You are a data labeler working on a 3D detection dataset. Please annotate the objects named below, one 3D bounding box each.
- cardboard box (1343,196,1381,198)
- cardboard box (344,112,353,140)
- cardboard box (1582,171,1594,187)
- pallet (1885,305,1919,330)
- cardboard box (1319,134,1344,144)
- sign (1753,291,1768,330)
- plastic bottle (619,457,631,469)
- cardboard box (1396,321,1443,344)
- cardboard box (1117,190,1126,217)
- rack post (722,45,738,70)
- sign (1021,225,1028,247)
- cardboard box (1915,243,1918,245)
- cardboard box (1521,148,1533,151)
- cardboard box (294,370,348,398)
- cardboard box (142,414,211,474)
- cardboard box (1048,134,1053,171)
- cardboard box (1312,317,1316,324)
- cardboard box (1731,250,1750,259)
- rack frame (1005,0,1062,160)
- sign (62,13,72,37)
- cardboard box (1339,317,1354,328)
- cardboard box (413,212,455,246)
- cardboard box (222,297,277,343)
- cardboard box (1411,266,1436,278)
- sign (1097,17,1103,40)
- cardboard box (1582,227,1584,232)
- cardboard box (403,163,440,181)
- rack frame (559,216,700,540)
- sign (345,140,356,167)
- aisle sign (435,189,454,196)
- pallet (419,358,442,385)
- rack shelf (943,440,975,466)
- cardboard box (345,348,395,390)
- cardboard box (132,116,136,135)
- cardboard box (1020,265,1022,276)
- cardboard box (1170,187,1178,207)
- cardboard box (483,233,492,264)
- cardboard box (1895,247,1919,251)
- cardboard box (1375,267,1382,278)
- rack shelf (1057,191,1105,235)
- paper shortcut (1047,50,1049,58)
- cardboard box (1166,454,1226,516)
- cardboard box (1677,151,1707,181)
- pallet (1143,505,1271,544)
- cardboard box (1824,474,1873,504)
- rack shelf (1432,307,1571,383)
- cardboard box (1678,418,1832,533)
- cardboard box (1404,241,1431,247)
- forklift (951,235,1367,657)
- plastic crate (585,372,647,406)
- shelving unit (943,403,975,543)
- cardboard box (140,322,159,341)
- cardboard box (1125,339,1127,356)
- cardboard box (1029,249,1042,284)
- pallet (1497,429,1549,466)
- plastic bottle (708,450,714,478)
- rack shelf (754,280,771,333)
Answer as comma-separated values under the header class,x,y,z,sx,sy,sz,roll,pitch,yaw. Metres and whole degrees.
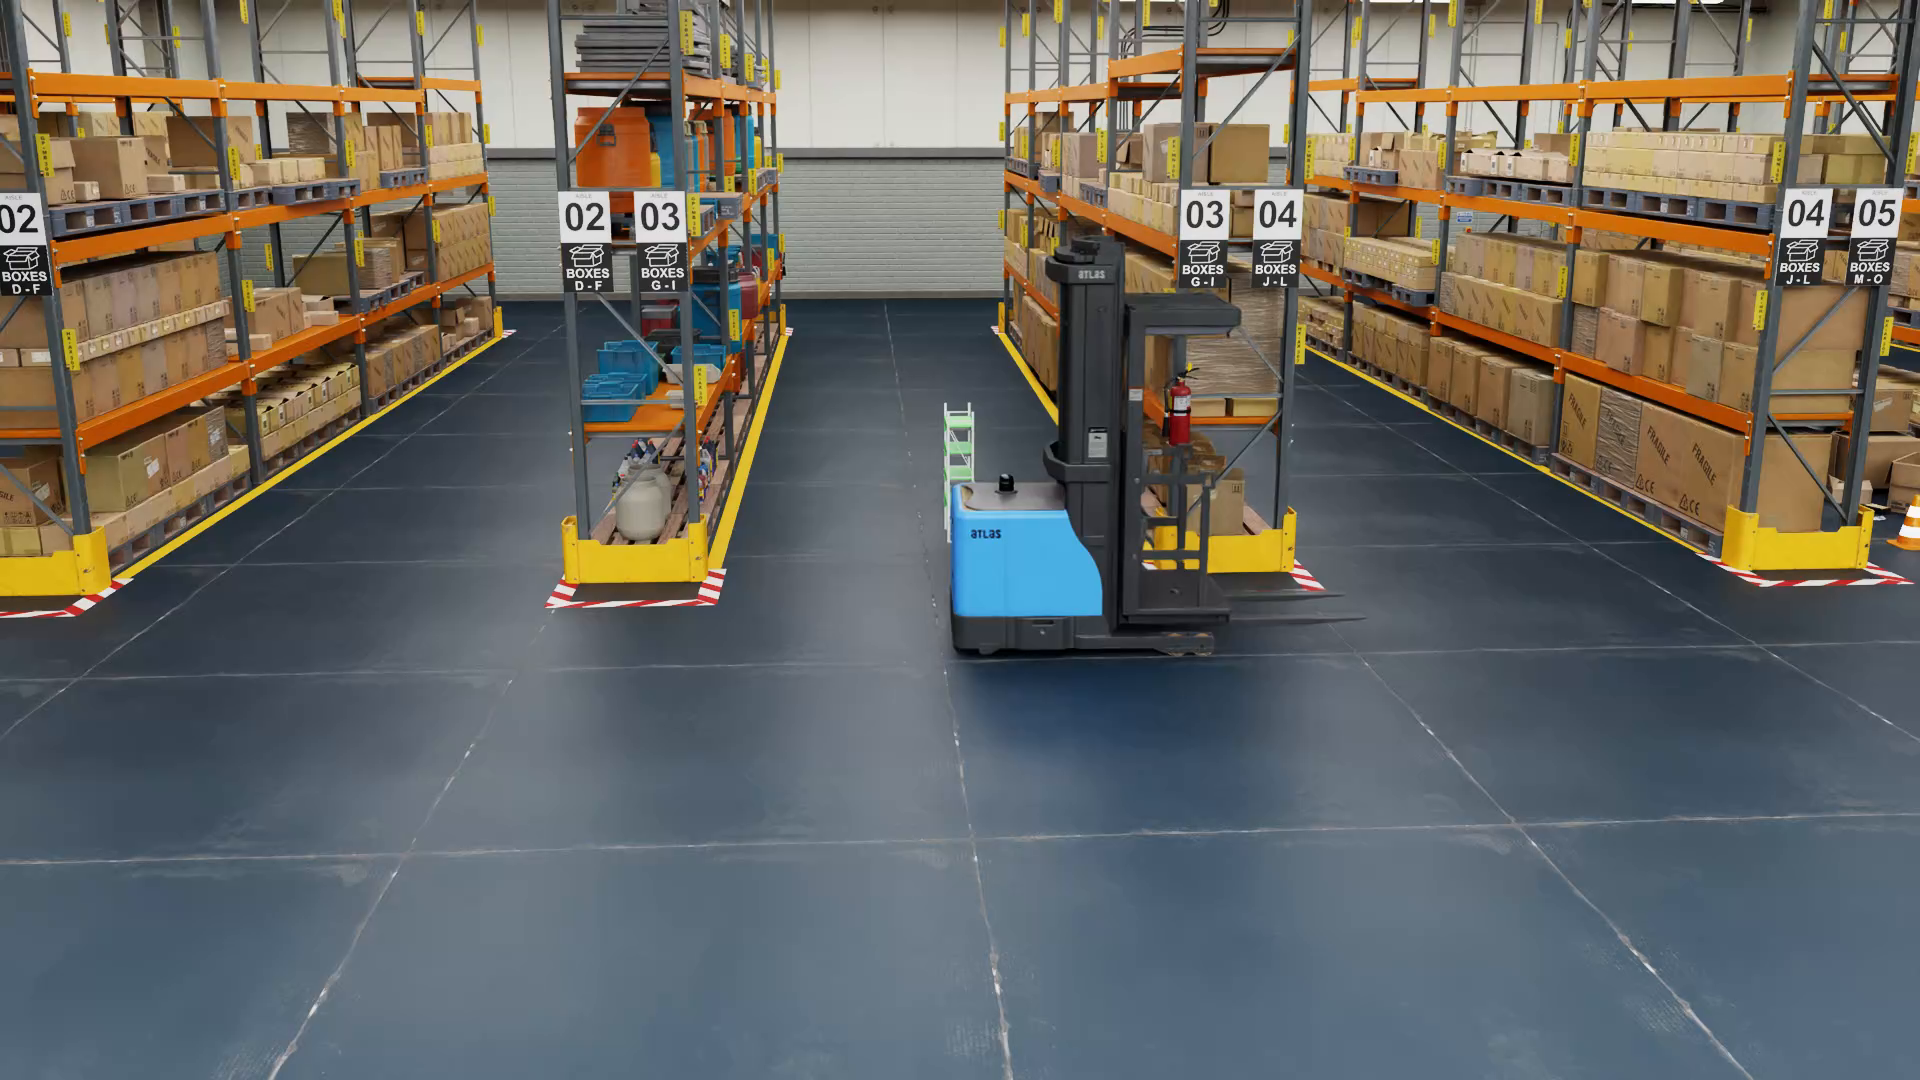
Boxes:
class,x,y,z,sx,sy,sz,roll,pitch,yaw
cardboard box,6.625,-5.408,27.444,0.500,0.500,0.500,-1,14,-5
cardboard box,-8.161,-5.255,21.429,0.500,0.500,0.500,-1,14,-3
cardboard box,6.666,-3.730,17.170,0.380,0.149,0.250,-1,14,-4
pallet,11.833,-2.755,20.323,1.003,0.211,1.213,-1,14,-3
cardboard box,6.053,-6.506,26.993,0.380,0.149,0.250,-1,14,-4
sign,6.688,-1.919,13.890,0.100,0.325,0.005,-1,14,-3
plastic bottle,-3.232,-0.640,16.149,0.144,0.351,0.185,0,14,-1
cardboard box,6.389,-2.886,23.114,0.500,0.250,0.500,-1,14,-3
cardboard box,1.836,-3.325,16.433,0.500,0.250,0.500,-1,14,-4
rack post,-3.251,-6.159,21.278,0.954,0.300,0.937,-1,14,-3
sign,0.977,-4.630,25.330,0.100,0.325,0.005,-1,14,-3
cardboard box,16.055,-4.731,27.321,0.500,0.250,0.500,-1,14,-3
cardboard box,7.099,-4.644,20.396,0.500,0.311,0.500,-1,14,-3
cardboard box,-7.792,-1.922,20.252,0.500,0.311,0.500,-1,14,-4
cardboard box,-7.560,-0.914,15.953,0.500,0.500,0.500,-1,14,-3
cardboard box,1.631,-5.401,23.150,0.797,0.503,0.637,-1,14,-4
cardboard box,6.157,-3.735,28.028,0.380,0.149,0.250,0,14,-1
cardboard box,11.312,-4.248,23.533,0.500,0.500,0.500,-1,14,-3
rack frame,1.283,-8.082,28.601,1.000,3.000,0.127,-1,14,-3
sign,-12.760,-7.360,23.761,0.100,0.325,0.005,-1,14,-3
cardboard box,6.205,-3.428,26.239,0.380,0.149,0.250,0,14,-2
cardboard box,-8.138,-4.812,25.725,0.500,0.500,0.500,-1,14,-5
cardboard box,-7.925,-2.411,18.399,0.500,0.500,0.500,0,14,1
cardboard box,6.250,-3.580,22.208,0.380,0.149,0.250,-1,14,-2
sign,2.071,-7.589,24.652,0.100,0.325,0.005,-1,14,-3
cardboard box,10.958,-5.610,28.826,0.500,0.500,0.500,-1,14,-5
cardboard box,-8.140,-5.534,25.021,0.500,0.250,0.500,-1,14,-3
rack frame,-2.669,-1.121,13.586,1.000,3.000,0.127,-1,14,-3
sign,-7.555,-4.783,20.602,0.100,0.325,0.005,-1,14,-3
aisle sign,-8.902,-6.296,28.482,0.394,0.787,0.004,-1,14,-3
pallet,-8.269,-2.477,24.455,1.003,0.211,1.213,-1,14,-3
rack shelf,-0.010,-0.793,15.217,0.258,0.148,0.480,-1,14,-3
cardboard box,-7.890,-2.285,22.244,0.500,0.500,0.500,-1,14,-5
cardboard box,-13.139,-6.379,25.757,0.500,0.500,0.500,-1,14,-3
cardboard box,1.153,-4.258,26.285,0.380,0.149,0.250,-1,14,-4
cardboard box,1.945,-2.834,13.728,0.380,0.149,0.250,-1,14,-3
cardboard box,-8.305,-4.966,28.329,0.500,0.500,0.500,0,14,-2
cardboard box,11.545,-3.359,20.643,0.500,0.500,0.500,-1,14,-2
cardboard box,6.151,-3.822,23.747,0.380,0.149,0.250,-2,15,-6
rack shelf,1.902,-3.794,19.398,1.077,0.370,4.000,-1,14,-3
paper shortcut,1.172,-6.480,22.096,0.009,0.170,0.078,9,-17,-6
cardboard box,2.181,-0.494,15.322,0.500,0.500,0.500,3,15,11
cardboard box,6.861,-3.391,15.051,0.500,0.250,0.500,-1,14,-4
pallet,2.254,-0.068,15.091,1.003,0.211,1.213,-1,14,-3
cardboard box,8.928,-0.520,16.739,0.396,0.266,0.258,2,15,6
rack shelf,6.859,-2.392,19.972,1.077,0.370,4.000,-1,14,-3
cardboard box,7.123,-0.591,14.947,0.875,0.875,0.875,-1,14,-3
cardboard box,6.755,-4.310,24.447,0.380,0.149,0.250,-1,14,-4
forklift,1.456,-0.708,12.121,3.031,2.935,1.130,0,14,-1
plastic crate,-3.034,-1.330,14.698,0.499,0.251,0.408,-1,14,-3
shelving unit,-0.010,-0.622,15.260,0.258,1.200,0.503,-1,14,-3
cardboard box,-7.517,-1.891,15.077,0.380,0.149,0.250,-1,14,-3
cardboard box,1.988,-2.147,16.776,0.875,0.500,0.500,-1,14,-3
cardboard box,1.310,-4.112,25.010,0.500,0.500,0.500,-1,14,-3
pallet,6.860,-1.084,19.038,1.003,0.211,1.213,-1,14,-3
plastic bottle,-2.526,-0.770,16.790,0.061,0.283,0.133,0,14,0
rack shelf,-3.289,-3.259,23.341,1.077,0.370,4.000,-1,14,-3
